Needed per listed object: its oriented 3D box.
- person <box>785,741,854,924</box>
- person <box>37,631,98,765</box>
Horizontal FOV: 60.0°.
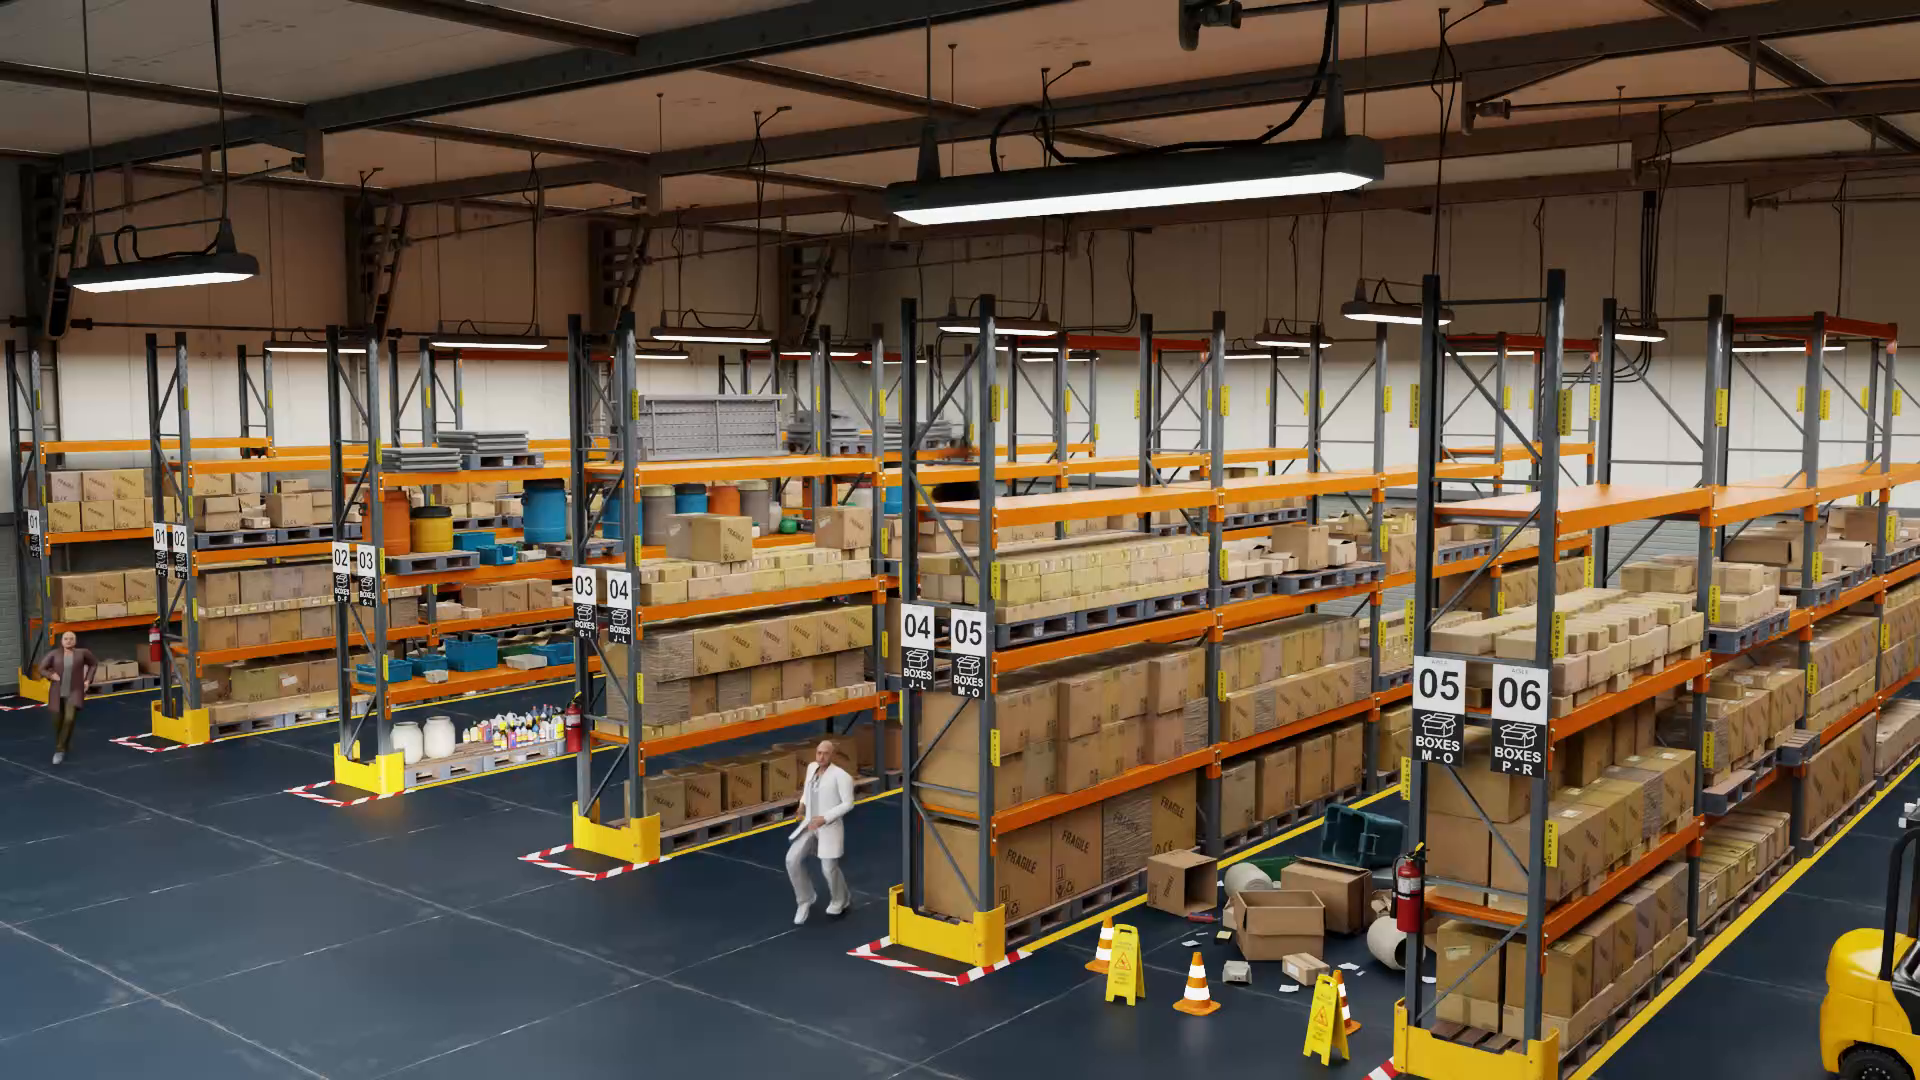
[{"bbox_3d":[-1.328,2.840,16.221,0.719,1.798,0.720,3,6,34],"label":"person"},{"bbox_3d":[-12.506,2.173,23.293,0.705,1.798,0.885,-2,5,-18],"label":"person"}]
